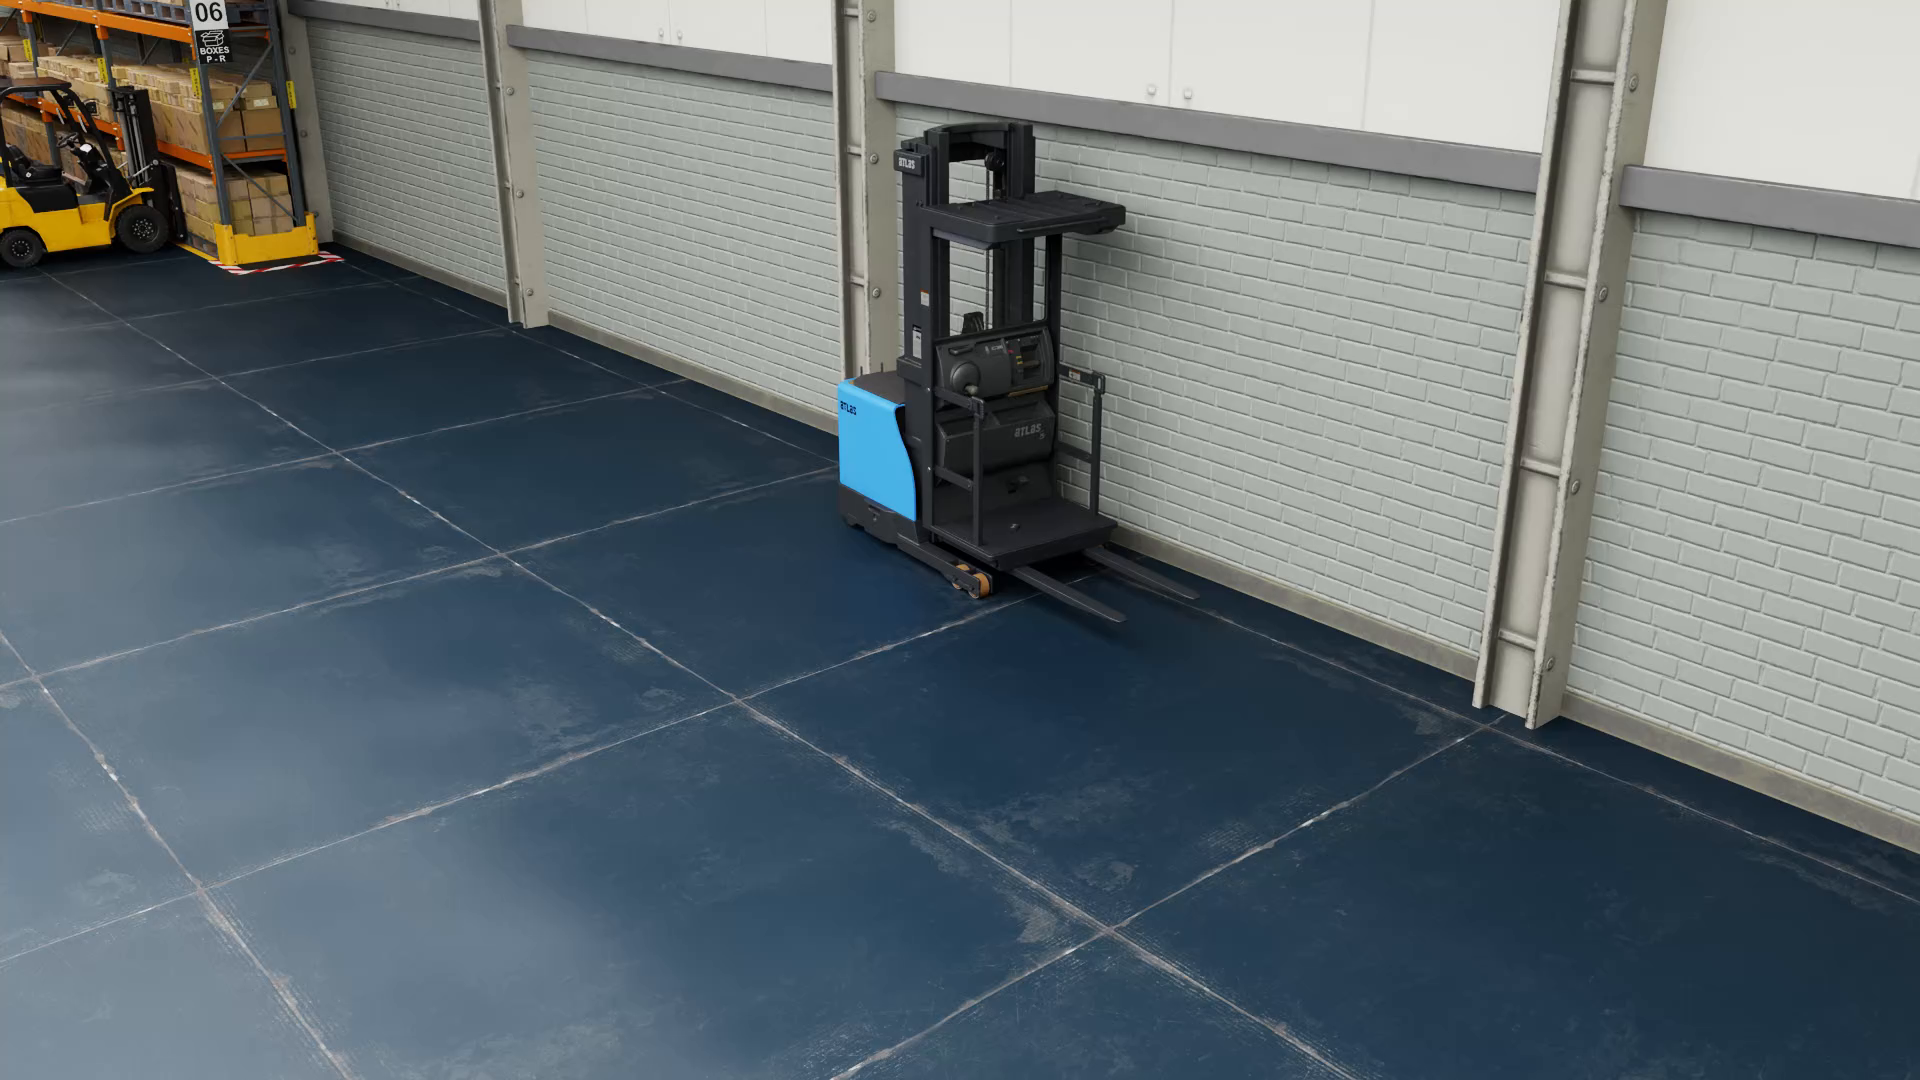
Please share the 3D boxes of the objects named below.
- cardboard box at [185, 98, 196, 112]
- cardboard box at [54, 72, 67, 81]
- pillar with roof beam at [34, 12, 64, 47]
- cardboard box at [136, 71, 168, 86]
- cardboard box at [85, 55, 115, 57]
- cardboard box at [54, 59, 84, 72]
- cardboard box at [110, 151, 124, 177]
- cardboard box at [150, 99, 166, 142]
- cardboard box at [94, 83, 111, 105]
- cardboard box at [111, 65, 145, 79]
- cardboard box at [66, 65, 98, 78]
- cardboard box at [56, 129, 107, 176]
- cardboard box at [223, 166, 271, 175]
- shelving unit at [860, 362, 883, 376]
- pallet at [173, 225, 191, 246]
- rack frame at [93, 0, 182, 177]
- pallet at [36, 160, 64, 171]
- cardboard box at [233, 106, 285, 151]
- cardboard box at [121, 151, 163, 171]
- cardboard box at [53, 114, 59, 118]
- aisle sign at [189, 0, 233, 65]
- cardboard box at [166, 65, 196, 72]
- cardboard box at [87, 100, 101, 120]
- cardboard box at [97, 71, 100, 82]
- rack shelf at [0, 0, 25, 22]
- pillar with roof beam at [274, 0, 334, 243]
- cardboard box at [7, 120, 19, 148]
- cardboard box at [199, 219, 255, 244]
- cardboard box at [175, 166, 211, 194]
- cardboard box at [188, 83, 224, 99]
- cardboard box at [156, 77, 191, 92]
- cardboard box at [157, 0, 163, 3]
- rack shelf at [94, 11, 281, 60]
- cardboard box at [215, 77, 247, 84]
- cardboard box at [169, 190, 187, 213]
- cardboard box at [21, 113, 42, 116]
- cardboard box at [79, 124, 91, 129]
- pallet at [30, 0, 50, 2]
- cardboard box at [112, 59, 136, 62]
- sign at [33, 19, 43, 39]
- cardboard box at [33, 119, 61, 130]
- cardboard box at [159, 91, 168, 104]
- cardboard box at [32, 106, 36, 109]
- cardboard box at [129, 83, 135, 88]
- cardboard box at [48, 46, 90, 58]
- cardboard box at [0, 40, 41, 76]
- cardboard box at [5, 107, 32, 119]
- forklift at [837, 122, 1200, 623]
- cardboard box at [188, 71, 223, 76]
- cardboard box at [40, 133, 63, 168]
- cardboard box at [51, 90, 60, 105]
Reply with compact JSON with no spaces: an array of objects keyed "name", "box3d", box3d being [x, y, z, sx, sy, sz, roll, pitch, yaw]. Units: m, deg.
[{"name":"cardboard box","box3d":[-9.419,-5.436,20.724,0.380,0.149,0.250,-17,27,-37]},{"name":"cardboard box","box3d":[-13.255,-6.900,25.008,0.500,0.250,0.500,-18,28,-39]},{"name":"pillar with roof beam","box3d":[-19.657,-10.486,26.417,9.100,9.000,0.400,-17,27,-37]},{"name":"cardboard box","box3d":[-10.726,-6.149,22.135,0.380,0.149,0.250,-18,28,-38]},{"name":"cardboard box","box3d":[-13.392,-7.467,25.908,0.380,0.149,0.250,-17,27,-36]},{"name":"cardboard box","box3d":[-13.485,-7.188,25.197,0.380,0.149,0.250,-17,27,-37]},{"name":"cardboard box","box3d":[-11.751,-5.331,24.163,0.875,0.625,0.625,-16,26,-35]},{"name":"cardboard box","box3d":[-10.314,-5.538,21.874,0.500,0.500,0.500,-17,27,-37]},{"name":"cardboard box","box3d":[-11.916,-6.338,23.573,0.500,0.250,0.500,-18,28,-39]},{"name":"cardboard box","box3d":[-11.419,-6.429,22.850,0.380,0.149,0.250,-17,27,-36]},{"name":"cardboard box","box3d":[-12.881,-6.891,24.438,0.380,0.149,0.250,-18,28,-39]},{"name":"cardboard box","box3d":[-13.616,-6.120,26.176,0.875,0.625,0.625,-16,27,-36]},{"name":"cardboard box","box3d":[-9.290,-4.691,21.671,0.500,0.250,0.500,-17,27,-37]},{"name":"shelving unit","box3d":[-0.592,-0.790,12.562,0.215,1.050,0.252,-15,26,-33]},{"name":"pallet","box3d":[-10.114,-4.235,22.507,1.003,0.211,1.213,-17,27,-37]},{"name":"rack frame","box3d":[-11.402,-6.100,23.446,1.000,3.000,0.127,-17,27,-37]},{"name":"pallet","box3d":[-14.472,-6.122,27.326,1.003,0.211,1.213,-17,27,-37]},{"name":"cardboard box","box3d":[-8.904,-5.245,21.124,0.500,0.500,0.500,-16,27,-36]},{"name":"cardboard box","box3d":[-11.324,-5.273,23.156,0.500,0.250,0.500,-18,28,-38]},{"name":"cardboard box","box3d":[-15.002,-7.102,27.965,0.380,0.149,0.250,-17,27,-37]},{"name":"aisle sign","box3d":[-8.971,-6.117,19.925,0.394,0.787,0.004,-17,27,-37]},{"name":"cardboard box","box3d":[-10.649,-6.422,22.833,0.380,0.149,0.250,-18,28,-38]},{"name":"cardboard box","box3d":[-12.262,-6.245,24.021,0.500,0.250,0.500,-18,27,-38]},{"name":"cardboard box","box3d":[-12.095,-6.637,23.791,0.380,0.149,0.250,-17,27,-37]},{"name":"rack shelf","box3d":[-15.318,-8.820,27.262,1.077,0.370,4.000,-17,27,-37]},{"name":"pillar with roof beam","box3d":[-11.824,-7.171,17.952,9.100,9.000,0.400,-17,27,-37]},{"name":"cardboard box","box3d":[-15.801,-6.871,28.266,0.500,0.500,0.500,-18,28,-39]},{"name":"cardboard box","box3d":[-9.337,-3.965,21.188,0.500,0.250,0.500,-17,27,-37]},{"name":"cardboard box","box3d":[-10.003,-4.706,21.708,0.500,0.250,0.500,-17,27,-37]},{"name":"cardboard box","box3d":[-9.369,-5.592,20.713,0.380,0.149,0.250,-17,27,-37]},{"name":"cardboard box","box3d":[-10.093,-5.860,21.397,0.380,0.149,0.250,-17,27,-36]},{"name":"cardboard box","box3d":[-9.727,-6.798,20.586,0.396,0.266,0.258,-17,27,-37]},{"name":"rack shelf","box3d":[-10.096,-6.609,21.619,1.077,0.370,4.000,-17,27,-37]},{"name":"cardboard box","box3d":[-9.327,-5.848,21.366,0.380,0.149,0.250,-17,27,-37]},{"name":"cardboard box","box3d":[-10.018,-4.482,21.823,0.500,0.250,0.500,-18,28,-39]},{"name":"cardboard box","box3d":[-15.493,-7.068,27.879,0.380,0.149,0.250,-17,27,-37]},{"name":"cardboard box","box3d":[-14.117,-6.757,27.086,0.380,0.149,0.250,-16,26,-35]},{"name":"pallet","box3d":[-13.502,-8.348,25.330,1.213,0.211,1.003,-16,26,-35]},{"name":"cardboard box","box3d":[-12.718,-7.189,25.200,0.380,0.149,0.250,-18,28,-38]},{"name":"sign","box3d":[-16.206,-8.983,29.218,0.100,0.325,0.005,-17,27,-37]},{"name":"cardboard box","box3d":[-14.867,-6.766,27.109,0.380,0.149,0.250,-19,28,-39]},{"name":"cardboard box","box3d":[-10.085,-5.721,21.452,0.380,0.149,0.250,-17,27,-37]},{"name":"cardboard box","box3d":[-15.989,-7.540,29.083,0.380,0.149,0.250,-17,27,-37]},{"name":"cardboard box","box3d":[-10.927,-6.076,22.357,0.380,0.149,0.250,-17,27,-36]},{"name":"cardboard box","box3d":[-14.231,-7.627,26.631,0.500,0.500,0.500,-16,26,-35]},{"name":"cardboard box","box3d":[-15.627,-8.006,27.598,0.700,0.500,0.500,-18,27,-38]},{"name":"cardboard box","box3d":[-16.176,-7.355,28.613,0.380,0.149,0.250,-19,28,-40]},{"name":"forklift","box3d":[0.365,-1.178,10.973,1.130,2.935,3.031,-15,26,-33]},{"name":"cardboard box","box3d":[-10.012,-6.132,22.093,0.380,0.149,0.250,-16,27,-36]},{"name":"cardboard box","box3d":[-14.452,-6.303,26.814,0.500,0.500,0.500,-16,27,-36]},{"name":"cardboard box","box3d":[-13.584,-6.815,25.475,0.500,0.250,0.500,-18,28,-39]}]
